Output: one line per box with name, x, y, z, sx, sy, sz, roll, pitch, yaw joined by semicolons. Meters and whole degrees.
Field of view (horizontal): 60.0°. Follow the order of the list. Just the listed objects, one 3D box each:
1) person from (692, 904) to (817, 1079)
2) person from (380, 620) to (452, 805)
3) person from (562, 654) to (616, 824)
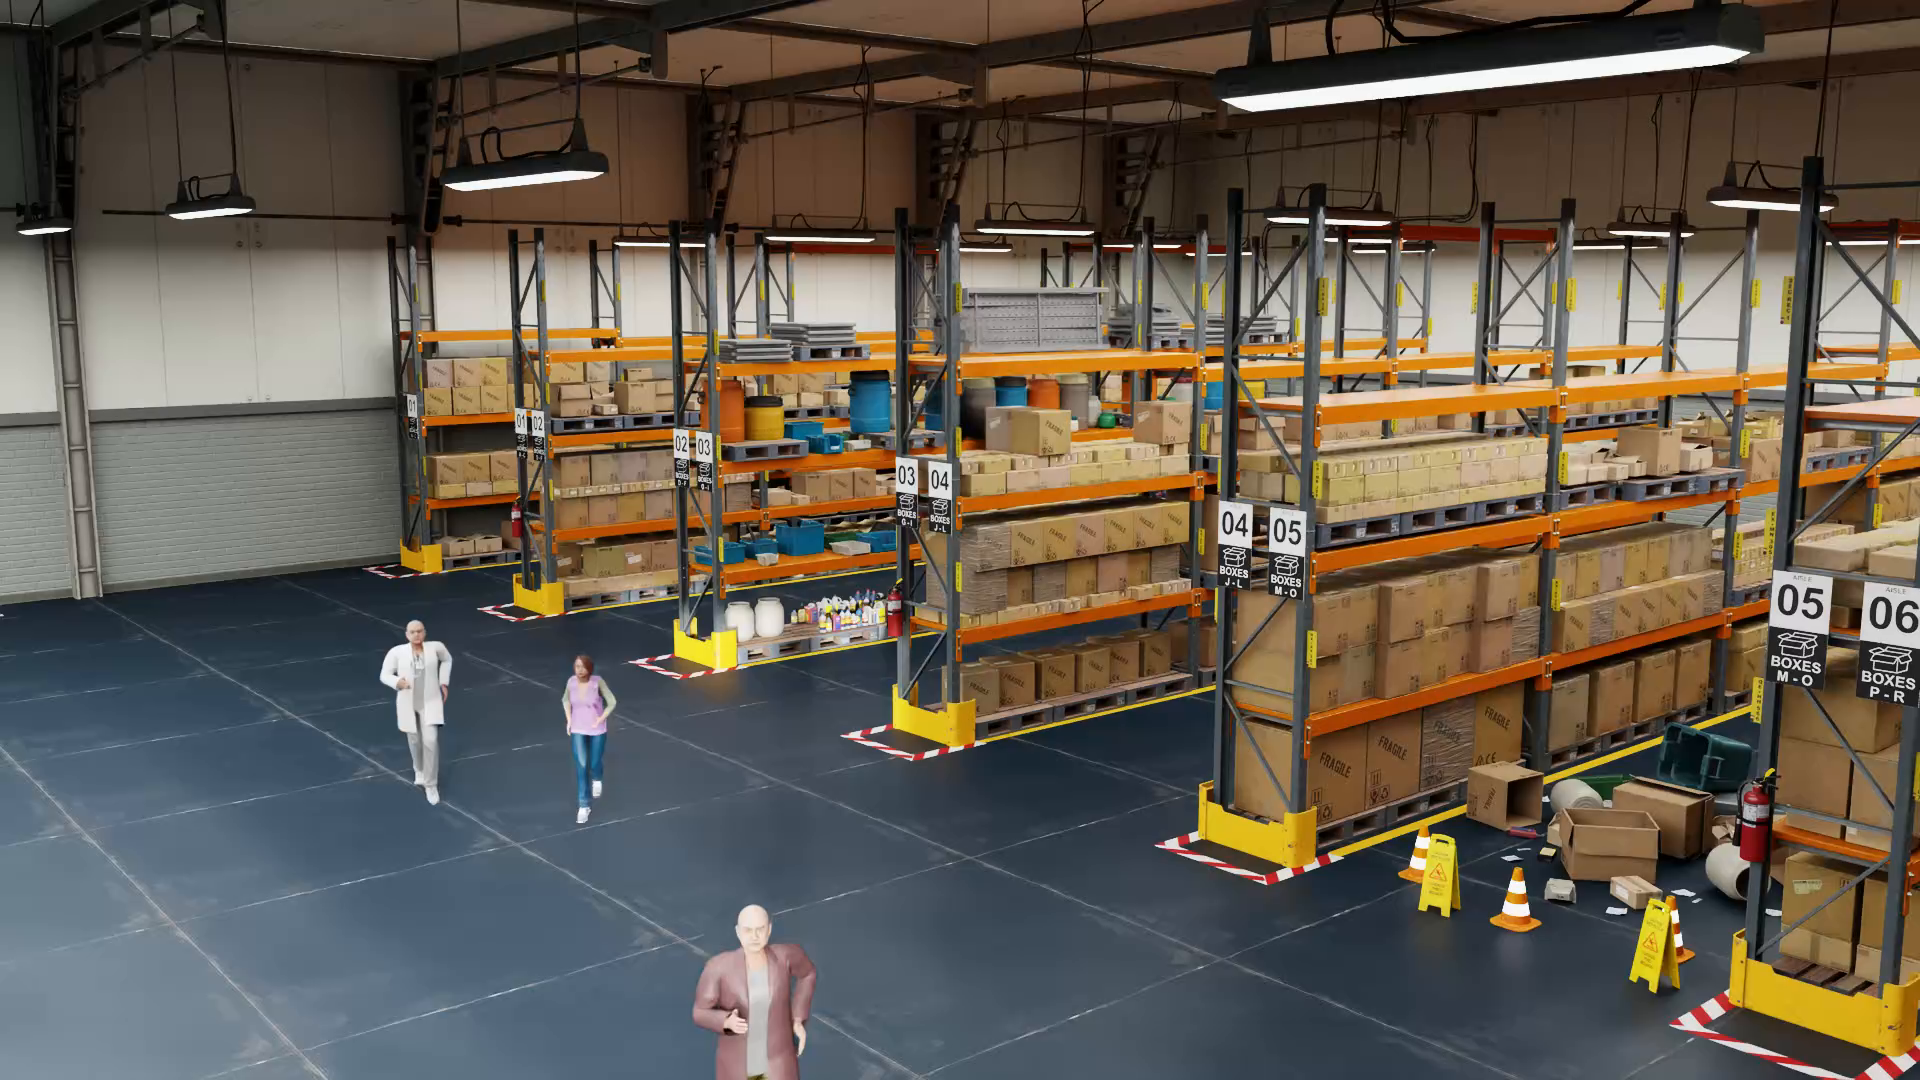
person;-1.115;2.892;9.133;0.685;1.831;0.807;-1;9;-7
person;-5.505;1.706;16.888;0.683;1.831;0.881;-2;9;-14
person;-3.626;1.931;16.319;0.536;1.519;0.775;-1;9;-5
